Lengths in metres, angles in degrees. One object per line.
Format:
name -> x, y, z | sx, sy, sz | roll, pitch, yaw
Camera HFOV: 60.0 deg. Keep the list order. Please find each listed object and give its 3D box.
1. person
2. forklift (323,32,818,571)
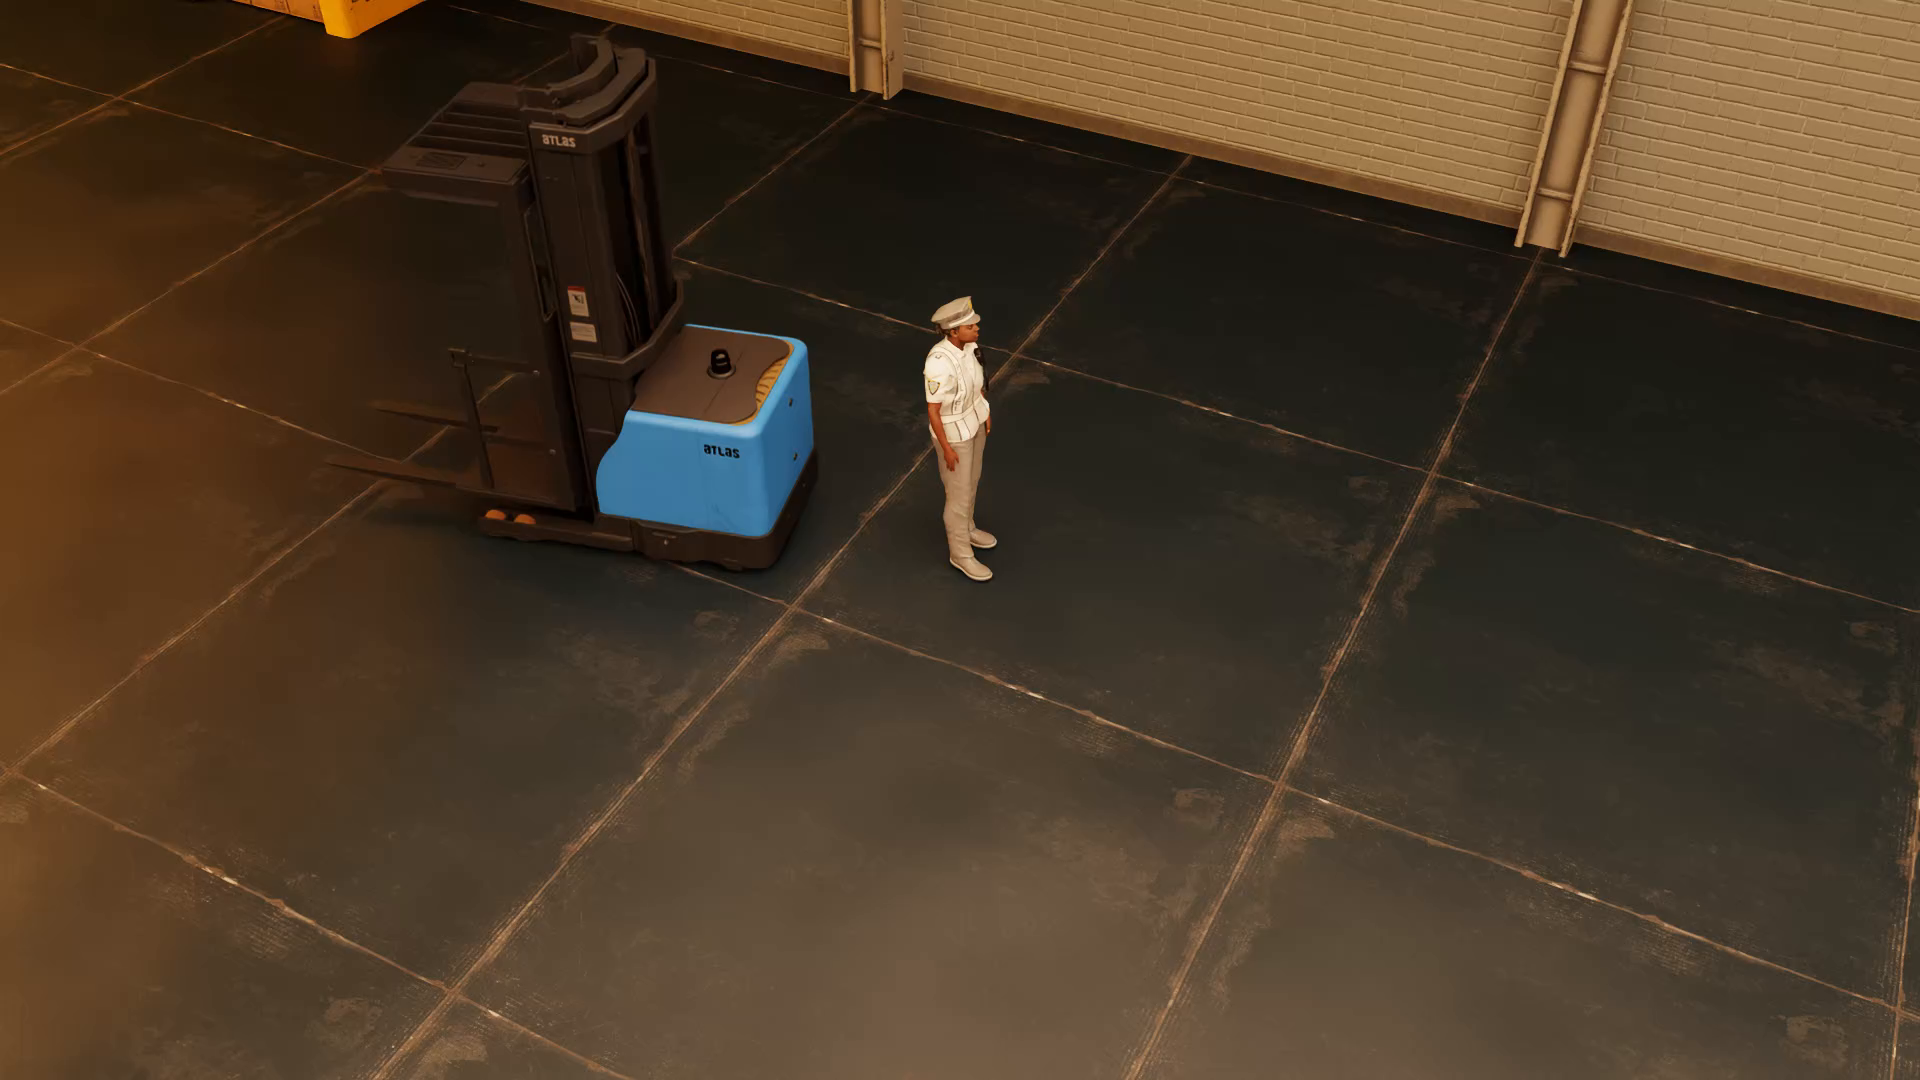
person -> 0.057, -0.620, 9.672 | 0.530, 1.695, 0.570 | 18, 43, 21
forklift -> -2.480, -1.434, 9.689 | 3.031, 2.935, 1.130 | 9, 41, 10
